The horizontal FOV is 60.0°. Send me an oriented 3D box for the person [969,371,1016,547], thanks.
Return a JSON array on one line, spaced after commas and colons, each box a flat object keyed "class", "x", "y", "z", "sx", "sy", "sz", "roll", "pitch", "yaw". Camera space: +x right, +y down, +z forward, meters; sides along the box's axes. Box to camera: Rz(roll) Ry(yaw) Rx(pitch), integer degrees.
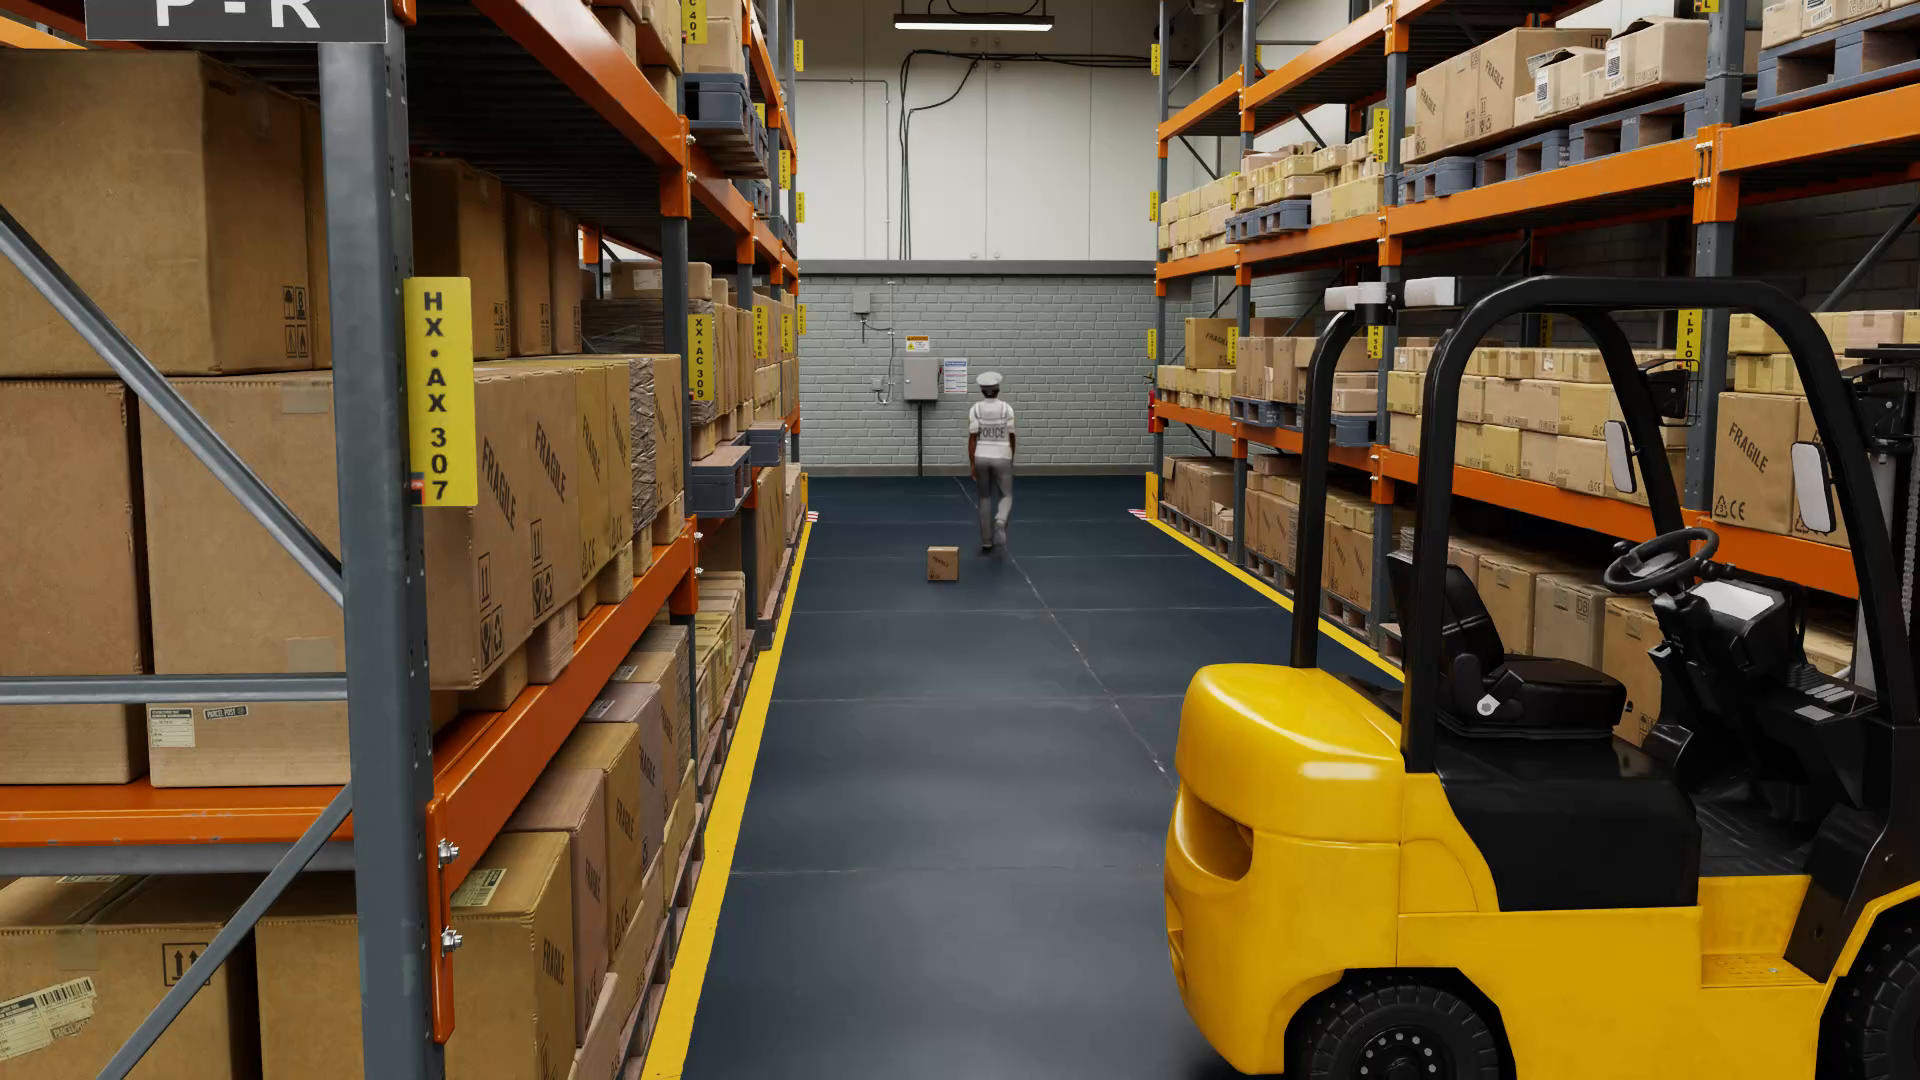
[{"class": "person", "x": 0.297, "y": -0.742, "z": 15.608, "sx": 0.444, "sy": 1.669, "sz": 0.701, "roll": 1, "pitch": 7, "yaw": 7}]
